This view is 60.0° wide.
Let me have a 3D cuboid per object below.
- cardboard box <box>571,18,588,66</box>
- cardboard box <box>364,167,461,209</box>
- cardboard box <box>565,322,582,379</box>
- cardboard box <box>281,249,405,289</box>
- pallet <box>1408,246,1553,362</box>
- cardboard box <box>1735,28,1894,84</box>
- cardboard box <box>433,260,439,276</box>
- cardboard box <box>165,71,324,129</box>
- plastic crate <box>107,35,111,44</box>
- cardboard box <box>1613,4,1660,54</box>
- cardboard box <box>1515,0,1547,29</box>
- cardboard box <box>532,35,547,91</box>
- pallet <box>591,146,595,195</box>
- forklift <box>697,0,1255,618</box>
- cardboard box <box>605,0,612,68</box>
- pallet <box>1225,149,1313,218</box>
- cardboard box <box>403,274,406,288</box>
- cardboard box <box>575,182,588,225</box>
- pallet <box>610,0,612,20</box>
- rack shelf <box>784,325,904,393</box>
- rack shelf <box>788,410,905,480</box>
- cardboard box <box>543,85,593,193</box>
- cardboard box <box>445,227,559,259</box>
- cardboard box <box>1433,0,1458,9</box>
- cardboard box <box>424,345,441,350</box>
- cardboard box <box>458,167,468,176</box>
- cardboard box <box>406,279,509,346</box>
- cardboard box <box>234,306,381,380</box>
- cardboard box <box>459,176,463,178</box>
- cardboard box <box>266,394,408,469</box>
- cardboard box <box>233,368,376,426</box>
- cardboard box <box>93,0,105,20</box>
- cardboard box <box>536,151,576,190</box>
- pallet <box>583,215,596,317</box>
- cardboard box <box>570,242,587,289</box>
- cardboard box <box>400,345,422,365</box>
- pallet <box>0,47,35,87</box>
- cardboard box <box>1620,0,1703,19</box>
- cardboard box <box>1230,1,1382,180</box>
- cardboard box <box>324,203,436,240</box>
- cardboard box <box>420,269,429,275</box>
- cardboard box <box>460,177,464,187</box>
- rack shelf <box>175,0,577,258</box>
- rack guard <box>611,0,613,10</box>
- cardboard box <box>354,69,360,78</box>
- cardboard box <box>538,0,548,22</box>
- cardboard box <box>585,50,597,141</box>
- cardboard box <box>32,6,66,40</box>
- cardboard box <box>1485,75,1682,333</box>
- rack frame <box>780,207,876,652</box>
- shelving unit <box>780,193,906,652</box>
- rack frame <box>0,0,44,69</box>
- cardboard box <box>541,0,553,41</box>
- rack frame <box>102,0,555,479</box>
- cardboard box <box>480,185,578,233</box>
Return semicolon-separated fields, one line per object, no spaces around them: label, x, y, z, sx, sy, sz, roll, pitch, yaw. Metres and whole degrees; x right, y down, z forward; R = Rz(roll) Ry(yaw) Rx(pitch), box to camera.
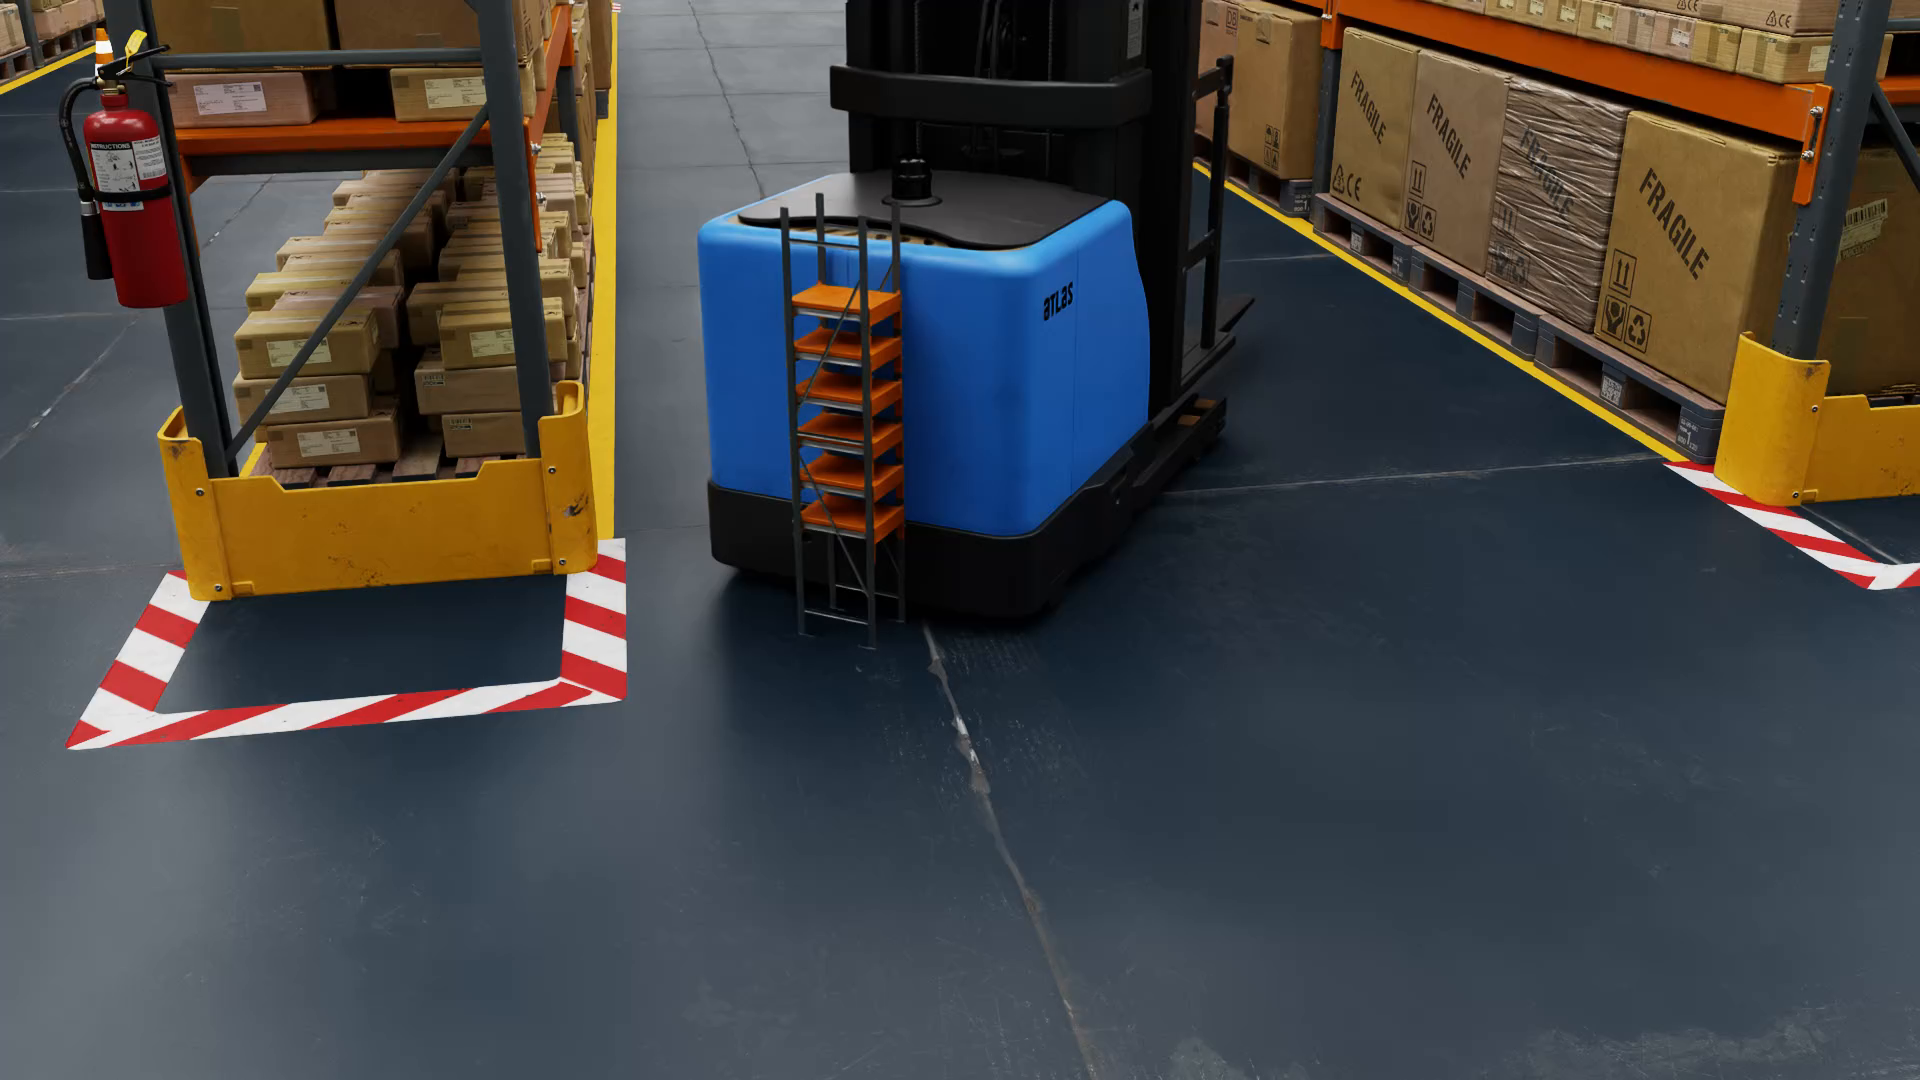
cardboard box;-2.500;-2.957;9.933;0.500;0.250;0.500;-3;24;-8
cardboard box;-2.414;-1.544;7.331;0.380;0.149;0.250;-5;24;-11
cardboard box;-1.596;-0.691;6.121;0.380;0.149;0.250;-4;24;-9
cardboard box;-2.188;-0.923;5.908;0.380;0.149;0.250;-5;24;-12
pallet;2.754;-1.109;7.526;1.003;0.211;1.213;-4;24;-10
cardboard box;2.811;-1.600;5.480;0.380;0.149;0.250;-4;24;-9
cardboard box;-2.354;-1.167;7.211;0.380;0.149;0.250;-5;24;-12
cardboard box;-2.031;-1.265;4.711;0.380;0.149;0.250;-4;24;-10
plastic crate;-8.242;-4.927;16.430;0.402;0.080;0.583;-13;27;-28
cardboard box;2.671;-1.900;6.166;0.380;0.149;0.250;-4;24;-9
cardboard box;2.529;-2.202;6.857;0.380;0.149;0.250;-4;24;-9
cardboard box;-1.515;-1.516;5.287;0.380;0.149;0.250;-5;24;-11
pallet;-2.807;-2.355;10.378;1.003;0.211;1.213;-4;24;-10
forklift;0.323;-1.686;5.448;1.130;2.935;3.031;10;26;22
cardboard box;-3.361;-4.170;13.337;1.050;0.750;0.750;-4;24;-9
pallet;2.244;-2.193;10.008;1.003;0.211;1.213;-4;24;-10
cardboard box;-2.277;-0.888;6.201;0.380;0.149;0.250;-4;24;-9
cardboard box;-1.932;-1.558;7.735;0.380;0.149;0.250;-5;24;-12
pallet;-4.426;-5.979;18.676;1.003;0.211;1.213;-4;24;-10
rack shelf;-0.302;-0.477;4.353;0.258;0.103;0.180;10;26;22
rack shelf;-0.302;-0.257;4.450;0.258;0.103;0.180;10;26;22
cardboard box;-2.308;-2.203;9.145;0.500;0.500;0.500;-3;24;-8
cardboard box;-1.715;-1.071;6.250;0.380;0.149;0.250;-3;24;-8
cardboard box;2.385;-2.506;7.554;0.380;0.149;0.250;-5;24;-10
cardboard box;-1.664;-0.721;5.819;0.380;0.149;0.250;-4;24;-9
cardboard box;-2.572;-1.853;8.040;0.380;0.149;0.250;-3;24;-8
cardboard box;-1.625;-0.762;5.540;0.380;0.149;0.250;-4;24;-9
cardboard box;-2.039;-0.620;5.217;0.380;0.149;0.250;-4;24;-9
cardboard box;-2.817;-2.165;9.058;0.500;0.500;0.500;-5;24;-11
cardboard box;-1.995;-0.350;5.341;0.380;0.149;0.250;-4;24;-9
cardboard box;-2.071;-0.481;5.269;0.380;0.149;0.250;-5;24;-11
cardboard box;-8.893;-5.384;16.741;0.500;0.250;0.500;-5;24;-12
cardboard box;-1.971;-1.689;7.663;0.380;0.149;0.250;-5;24;-10
pallet;-2.273;-1.306;7.977;1.003;0.211;1.213;-4;24;-10
cardboard box;-1.833;-1.196;7.277;0.380;0.149;0.250;-4;24;-10
cardboard box;-2.165;-0.650;6.028;0.380;0.149;0.250;-4;24;-9
pallet;-8.612;-4.002;14.150;1.003;0.211;1.213;-4;24;-10
cardboard box;2.757;-2.038;5.984;0.500;0.250;0.500;-5;24;-11
cardboard box;2.323;-2.642;9.682;1.225;0.875;0.875;-4;24;-10
cardboard box;-2.308;-1.237;6.628;0.380;0.149;0.250;-4;24;-9
cardboard box;-2.405;-1.195;6.905;0.380;0.149;0.250;-4;24;-10
cardboard box;-2.545;-1.609;7.851;0.380;0.149;0.250;-4;24;-9
rack shelf;-2.062;-1.729;6.361;1.077;0.370;4.000;-4;24;-10
rack guard;-4.656;-6.430;19.347;1.175;0.500;0.348;-4;24;-10
cardboard box;-2.171;-1.561;5.391;0.380;0.149;0.250;-4;24;-8
cardboard box;-1.706;-2.054;5.708;0.500;0.500;0.500;-4;24;-9
cardboard box;-2.587;-2.815;10.546;0.500;0.500;0.500;-5;24;-12
cardboard box;-8.601;-4.771;15.336;0.500;0.250;0.500;-5;24;-12
cardboard box;2.835;-1.422;6.888;0.875;0.875;0.875;-4;24;-10
rack frame;-0.339;-0.264;4.355;0.240;1.200;0.006;10;26;22
shelving unit;-0.302;-0.297;4.432;0.258;1.200;0.189;10;26;22
rack frame;-8.757;-5.586;14.293;1.000;3.000;0.127;-4;24;-10
cardboard box;-1.790;-2.026;6.455;0.380;0.149;0.250;-4;24;-9
rack frame;-1.692;-1.272;4.415;1.000;3.000;0.127;-4;24;-10
cardboard box;-1.797;-1.376;6.947;0.380;0.149;0.250;-5;24;-12
